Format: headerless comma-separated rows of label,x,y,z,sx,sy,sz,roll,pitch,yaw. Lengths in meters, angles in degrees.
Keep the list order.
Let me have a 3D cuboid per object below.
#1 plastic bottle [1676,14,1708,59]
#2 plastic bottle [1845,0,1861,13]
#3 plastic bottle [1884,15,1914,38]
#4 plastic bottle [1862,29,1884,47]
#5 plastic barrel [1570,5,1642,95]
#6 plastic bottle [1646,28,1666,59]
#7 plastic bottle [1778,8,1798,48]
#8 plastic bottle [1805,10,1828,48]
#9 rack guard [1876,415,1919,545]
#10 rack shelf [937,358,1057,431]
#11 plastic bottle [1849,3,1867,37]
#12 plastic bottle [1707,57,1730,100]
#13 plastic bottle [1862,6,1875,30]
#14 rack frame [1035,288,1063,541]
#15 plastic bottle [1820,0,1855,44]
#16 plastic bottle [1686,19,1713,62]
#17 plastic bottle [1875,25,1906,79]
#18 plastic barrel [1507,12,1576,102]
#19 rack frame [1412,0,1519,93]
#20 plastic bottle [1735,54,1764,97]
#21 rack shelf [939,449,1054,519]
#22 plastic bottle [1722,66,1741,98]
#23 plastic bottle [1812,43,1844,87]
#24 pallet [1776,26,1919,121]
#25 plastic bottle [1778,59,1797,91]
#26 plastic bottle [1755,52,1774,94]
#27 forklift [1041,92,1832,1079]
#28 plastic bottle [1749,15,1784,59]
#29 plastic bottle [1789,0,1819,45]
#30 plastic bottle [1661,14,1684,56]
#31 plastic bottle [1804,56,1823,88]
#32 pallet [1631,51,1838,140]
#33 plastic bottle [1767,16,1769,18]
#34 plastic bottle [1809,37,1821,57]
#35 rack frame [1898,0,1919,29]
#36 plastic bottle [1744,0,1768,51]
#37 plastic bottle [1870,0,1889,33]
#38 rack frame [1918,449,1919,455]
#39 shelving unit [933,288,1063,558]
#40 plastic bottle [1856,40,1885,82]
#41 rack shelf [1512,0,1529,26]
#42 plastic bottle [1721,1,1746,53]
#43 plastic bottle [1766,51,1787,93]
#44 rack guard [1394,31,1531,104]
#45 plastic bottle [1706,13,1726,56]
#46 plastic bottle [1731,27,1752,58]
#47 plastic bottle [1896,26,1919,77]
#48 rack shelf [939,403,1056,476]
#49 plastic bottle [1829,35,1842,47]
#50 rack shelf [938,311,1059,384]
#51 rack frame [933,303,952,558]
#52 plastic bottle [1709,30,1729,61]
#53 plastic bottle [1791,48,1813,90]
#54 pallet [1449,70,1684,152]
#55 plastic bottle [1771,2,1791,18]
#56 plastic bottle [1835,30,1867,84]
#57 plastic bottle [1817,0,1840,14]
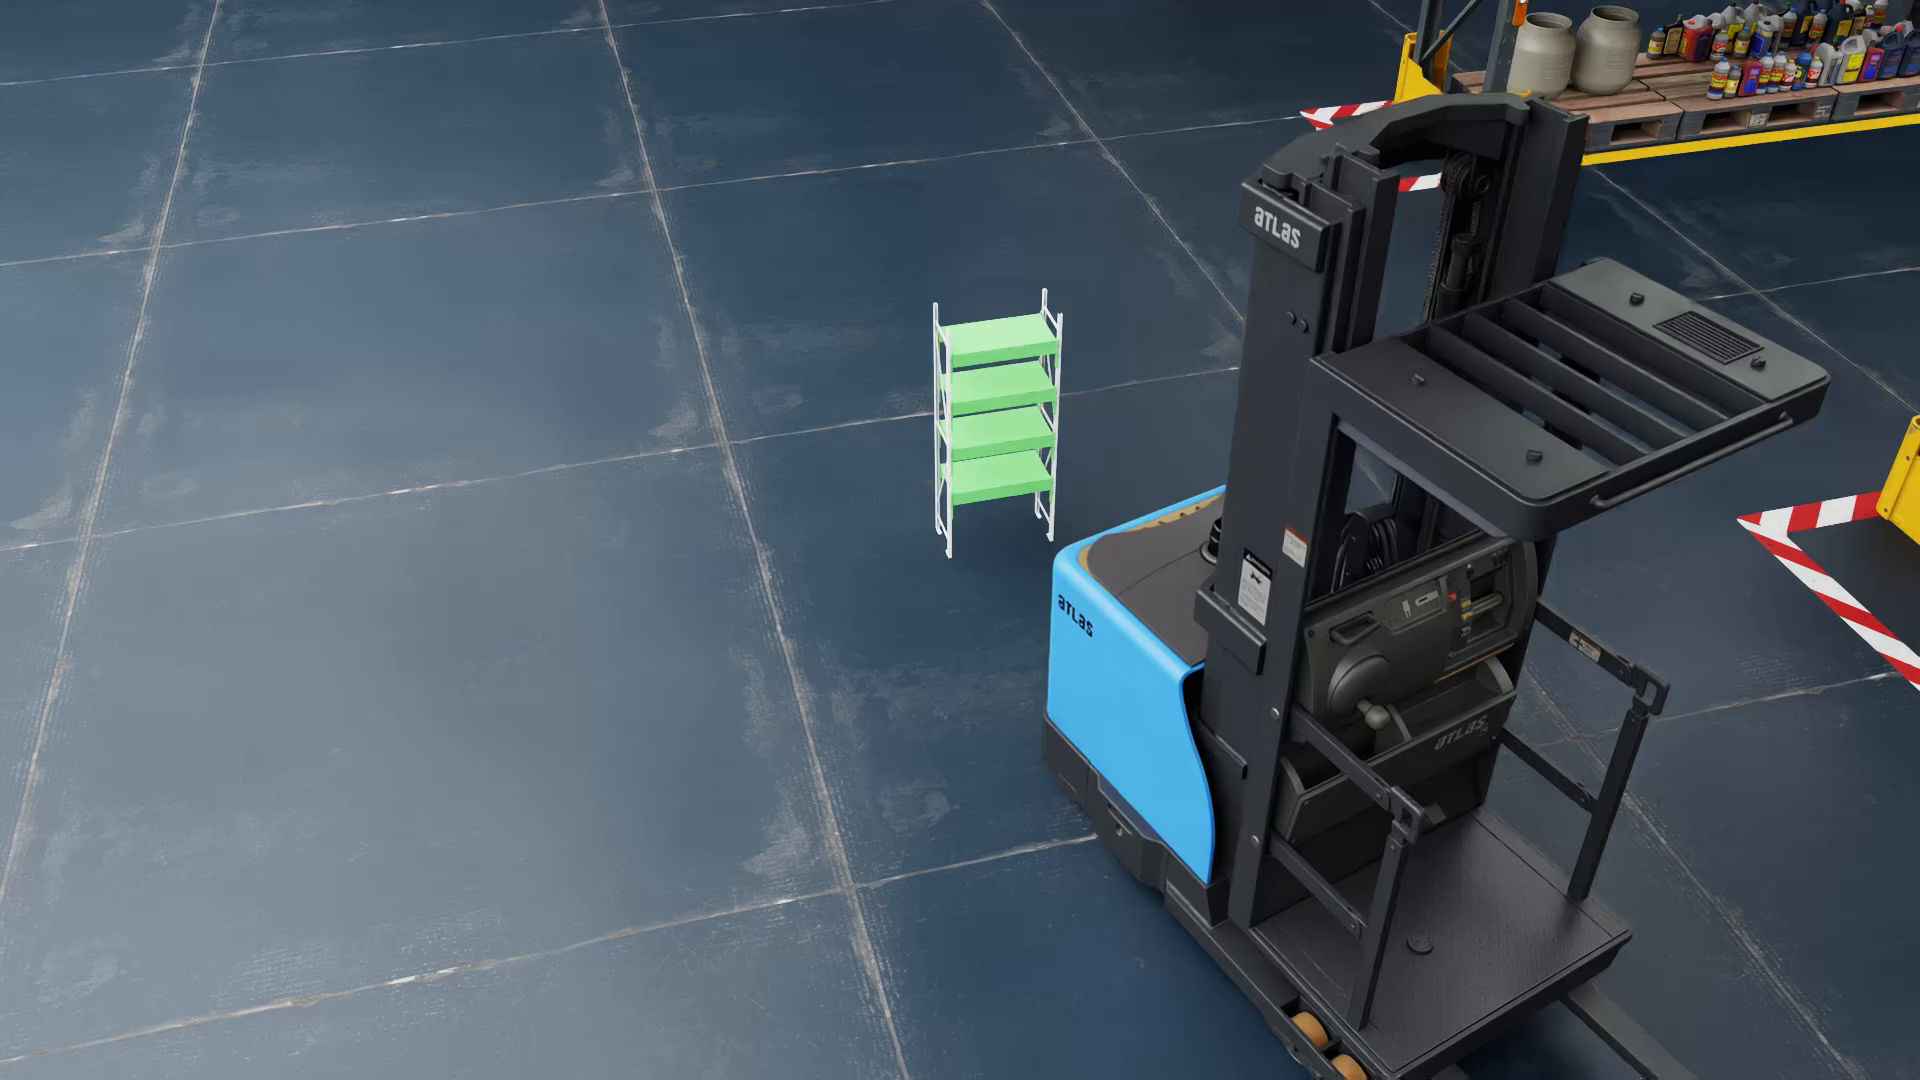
plastic bottle,5.220,-3.599,11.866,0.135,0.276,0.152,-9,38,-12
plastic bottle,6.445,-3.801,12.129,0.135,0.276,0.152,-8,38,-10
plastic bottle,6.588,-3.504,11.680,0.185,0.351,0.144,-9,38,-12
plastic bottle,6.377,-3.443,11.661,0.135,0.276,0.152,-9,38,-12
plastic barrel,4.410,-3.342,11.352,0.421,0.512,0.421,0,37,0
plastic bottle,4.969,-3.546,11.858,0.097,0.201,0.097,0,37,0
plastic bottle,5.970,-3.700,12.001,0.097,0.271,0.097,0,37,0
plastic bottle,6.176,-3.681,11.977,0.097,0.271,0.097,0,37,0
rack guard,4.675,-0.049,7.402,0.348,0.500,1.175,-9,38,-12
rack shelf,0.160,-0.643,7.313,0.480,0.148,0.258,-9,38,-12
plastic bottle,6.474,-3.741,12.045,0.133,0.283,0.061,-9,38,-12
plastic bottle,5.142,-3.130,11.257,0.097,0.271,0.097,0,37,0
plastic bottle,6.652,-3.822,12.219,0.097,0.201,0.097,0,37,0
rack frame,0.395,-0.541,7.470,0.015,1.200,0.240,-9,38,-12
plastic bottle,6.322,-3.722,11.965,0.185,0.351,0.144,-9,38,-12
plastic bottle,5.248,-3.540,11.783,0.133,0.283,0.061,-9,38,-12
plastic bottle,6.440,-3.389,11.530,0.185,0.351,0.144,-11,39,-14
plastic barrel,3.926,-3.262,11.248,0.421,0.512,0.421,0,37,0
rack frame,3.311,-3.935,10.425,0.127,3.000,1.000,-9,38,-12
plastic bottle,5.365,-3.160,11.286,0.133,0.283,0.061,-9,38,-11
rack shelf,0.160,-0.261,7.604,0.480,0.148,0.258,-9,38,-12
plastic bottle,5.242,-3.119,11.299,0.097,0.201,0.097,0,37,0
plastic bottle,5.971,-3.285,11.455,0.135,0.276,0.152,-9,38,-11
pallet,6.513,-3.379,11.993,1.213,0.211,1.003,-9,38,-12
plastic bottle,5.665,-3.188,11.390,0.097,0.201,0.097,0,37,0
plastic bottle,5.473,-3.184,11.328,0.097,0.271,0.097,0,37,0
forklift,1.517,0.336,4.899,1.130,2.935,3.031,-20,42,-25
plastic bottle,5.755,-3.597,11.862,0.135,0.276,0.152,-9,38,-12
plastic bottle,6.103,-3.777,12.036,0.185,0.351,0.144,-11,39,-14
plastic bottle,5.077,-3.608,11.871,0.133,0.283,0.061,-8,38,-11
plastic bottle,5.864,-3.221,11.433,0.097,0.201,0.097,0,37,0
pallet,5.333,-3.183,11.738,1.213,0.211,1.003,-9,38,-12
plastic bottle,5.823,-3.686,12.041,0.097,0.201,0.097,0,37,0
plastic bottle,5.942,-3.350,11.535,0.133,0.283,0.061,-9,38,-12
rack frame,7.172,-4.568,11.253,0.127,3.000,1.000,-9,38,-12
plastic bottle,5.692,-3.709,11.948,0.185,0.351,0.144,-10,38,-12
plastic bottle,6.750,-3.866,12.219,0.097,0.271,0.097,0,37,0
rack frame,4.602,-1.029,6.627,0.127,3.000,1.000,-9,38,-12
shelving unit,0.160,-0.503,7.420,0.503,1.200,0.258,-9,38,-12
plastic bottle,6.294,-3.312,11.485,0.133,0.283,0.061,-7,38,-9
rack shelf,5.241,-3.966,11.057,4.000,0.370,1.077,-9,38,-12
plastic bottle,5.513,-3.680,11.910,0.185,0.351,0.144,-8,38,-10
plastic bottle,5.570,-3.200,11.348,0.097,0.271,0.097,0,37,0
rack guard,3.372,-2.981,11.236,0.348,0.500,1.175,-9,38,-12
plastic bottle,5.354,-3.621,11.895,0.135,0.276,0.152,-10,39,-13
plastic bottle,5.586,-3.557,11.871,0.097,0.201,0.097,0,37,0
plastic bottle,6.626,-3.420,11.570,0.185,0.351,0.144,-10,39,-13
rack shelf,0.160,-0.452,7.459,0.480,0.148,0.258,-9,38,-12
plastic bottle,6.077,-3.368,11.557,0.133,0.283,0.061,-9,38,-12
rack shelf,0.160,-0.833,7.167,0.480,0.148,0.258,-9,38,-12
rack frame,-0.076,-0.464,7.369,0.015,1.200,0.240,-9,38,-12
plastic bottle,5.404,-3.522,11.826,0.097,0.201,0.097,0,37,0
plastic bottle,5.765,-3.232,11.390,0.097,0.271,0.097,0,37,0
pallet,4.157,-2.992,11.488,1.213,0.211,1.003,-9,38,-12
plastic bottle,5.932,-3.748,12.054,0.133,0.283,0.061,-8,38,-10
plastic bottle,6.129,-3.338,11.463,0.185,0.351,0.144,-10,38,-12
plastic bottle,6.285,-3.806,12.075,0.185,0.351,0.144,-8,38,-11
